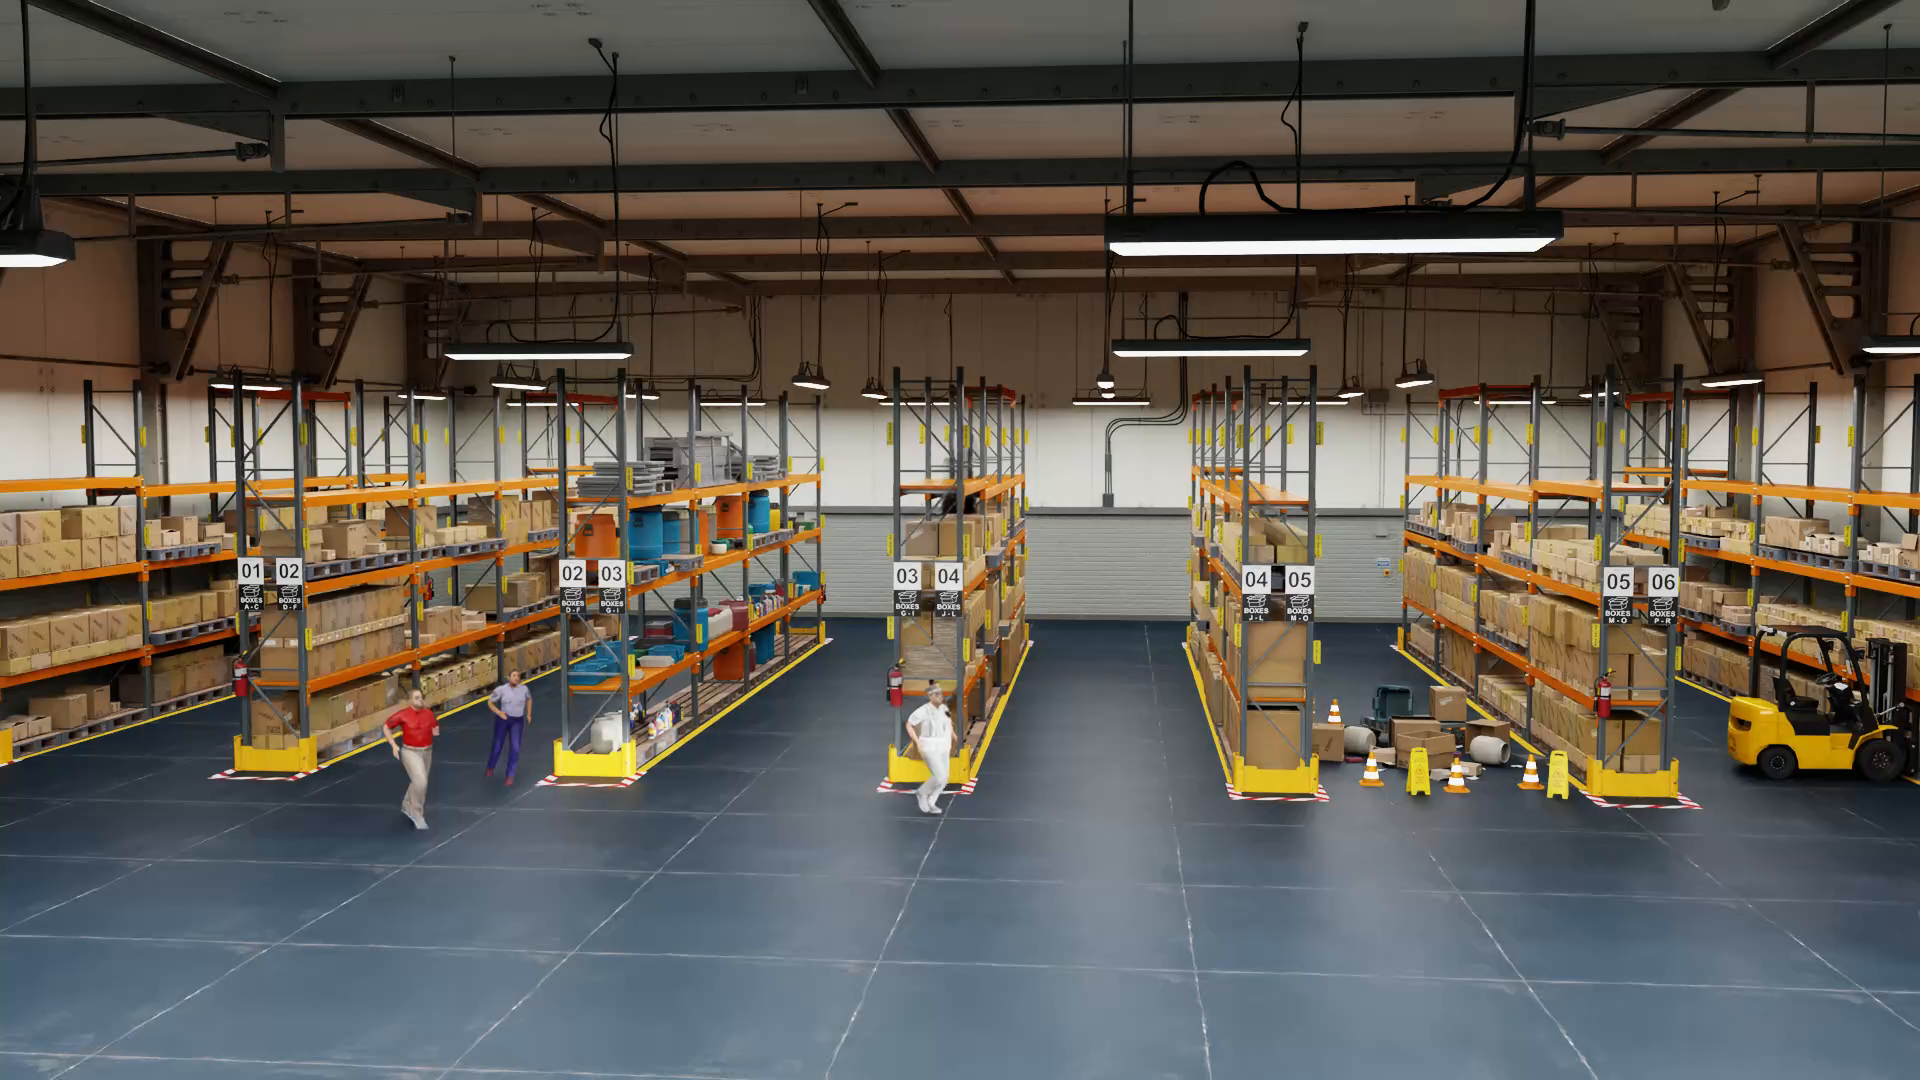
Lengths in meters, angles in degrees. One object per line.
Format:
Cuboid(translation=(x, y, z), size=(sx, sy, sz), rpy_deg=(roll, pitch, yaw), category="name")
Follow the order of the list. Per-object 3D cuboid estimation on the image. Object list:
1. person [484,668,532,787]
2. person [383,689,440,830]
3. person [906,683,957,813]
Cuboid(translation=(-6.531, 2.700, 24.126), size=(0.694, 1.673, 0.797), rpy_deg=(-2, 4, -23), category="person")
Cuboid(translation=(-6.992, 2.823, 21.412), size=(0.781, 1.804, 0.637), rpy_deg=(2, 4, 31), category="person")
Cuboid(translation=(-0.291, 2.742, 21.945), size=(0.611, 1.709, 0.651), rpy_deg=(3, 5, 44), category="person")
